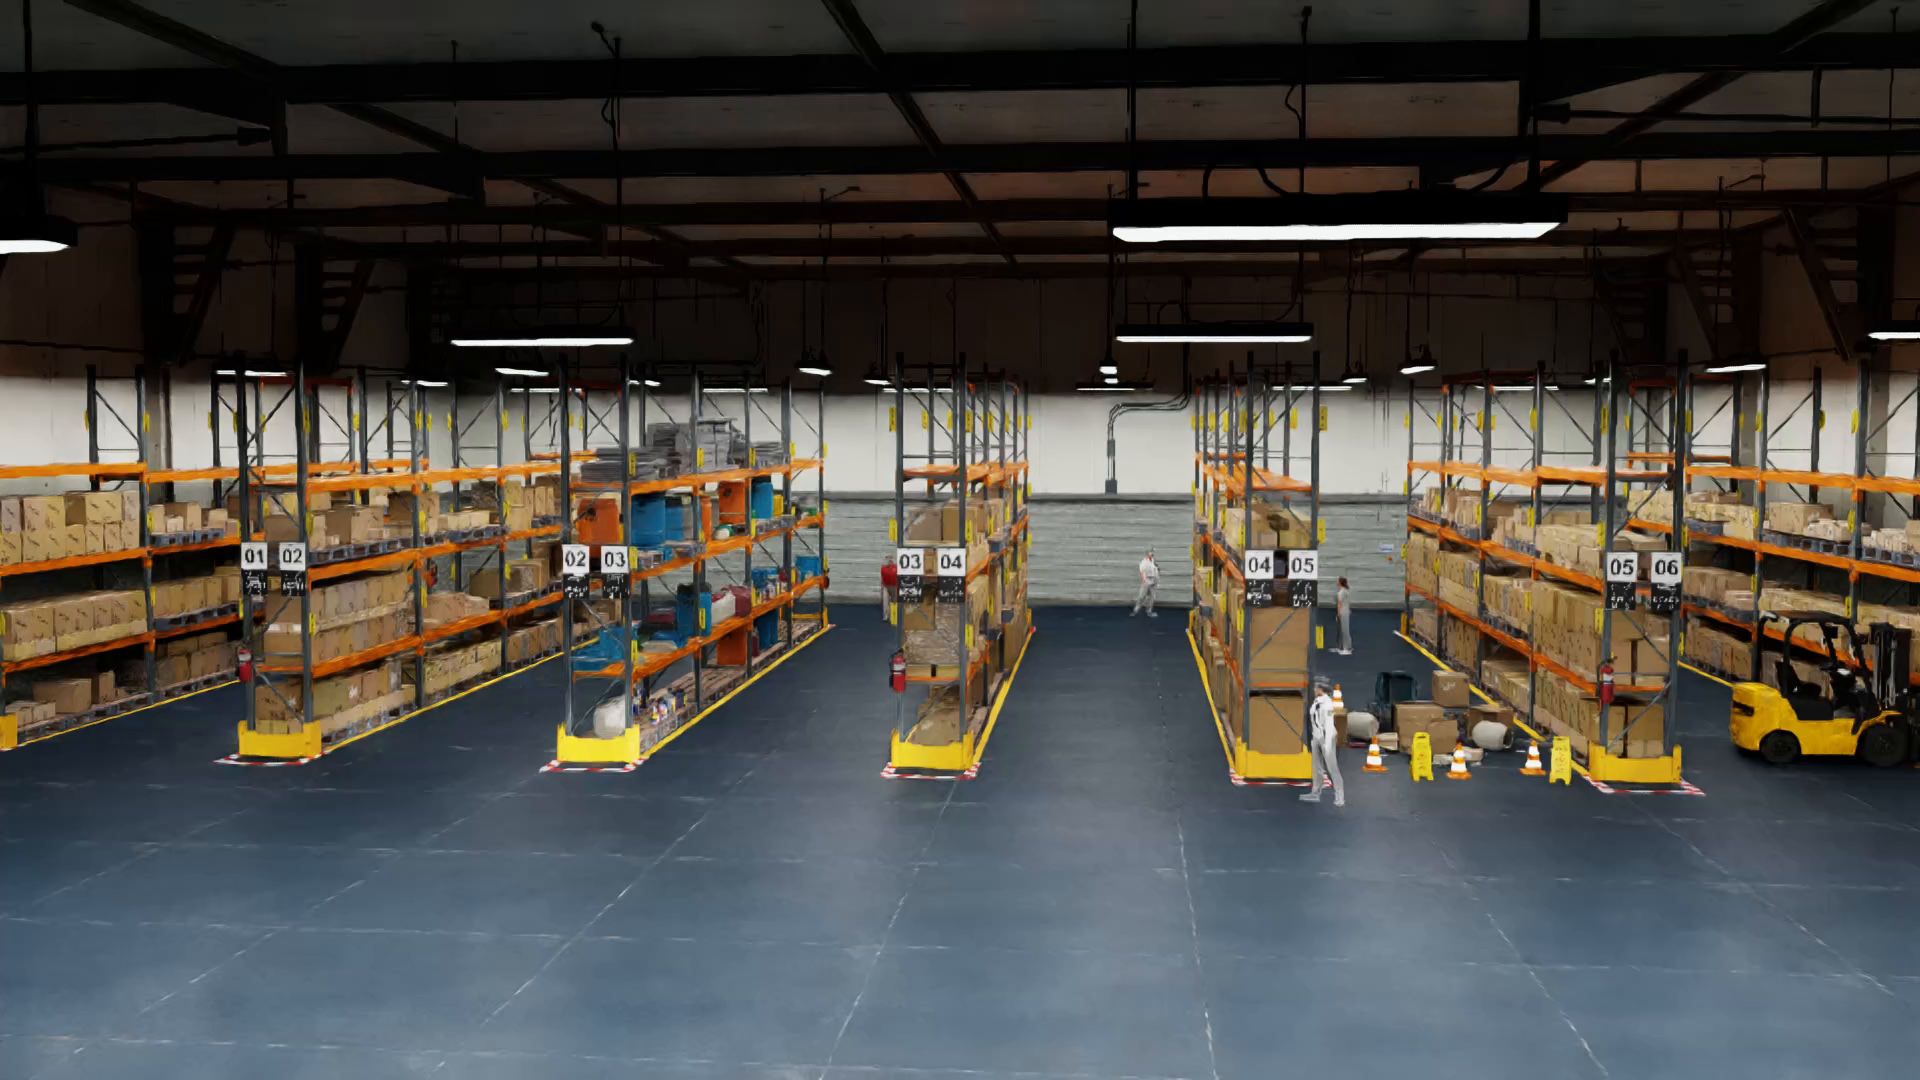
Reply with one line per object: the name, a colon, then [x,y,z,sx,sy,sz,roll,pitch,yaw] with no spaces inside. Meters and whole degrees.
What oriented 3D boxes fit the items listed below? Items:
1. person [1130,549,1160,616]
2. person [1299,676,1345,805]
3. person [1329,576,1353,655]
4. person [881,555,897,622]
person: [4.743,1.095,42.786,0.736,1.748,0.524,-3,5,-40]
person: [4.776,2.621,21.791,0.508,1.667,0.588,-1,4,-8]
person: [8.209,1.617,35.806,0.580,1.648,0.575,2,5,28]
person: [-1.730,1.196,41.774,0.546,1.666,1.040,0,4,4]
